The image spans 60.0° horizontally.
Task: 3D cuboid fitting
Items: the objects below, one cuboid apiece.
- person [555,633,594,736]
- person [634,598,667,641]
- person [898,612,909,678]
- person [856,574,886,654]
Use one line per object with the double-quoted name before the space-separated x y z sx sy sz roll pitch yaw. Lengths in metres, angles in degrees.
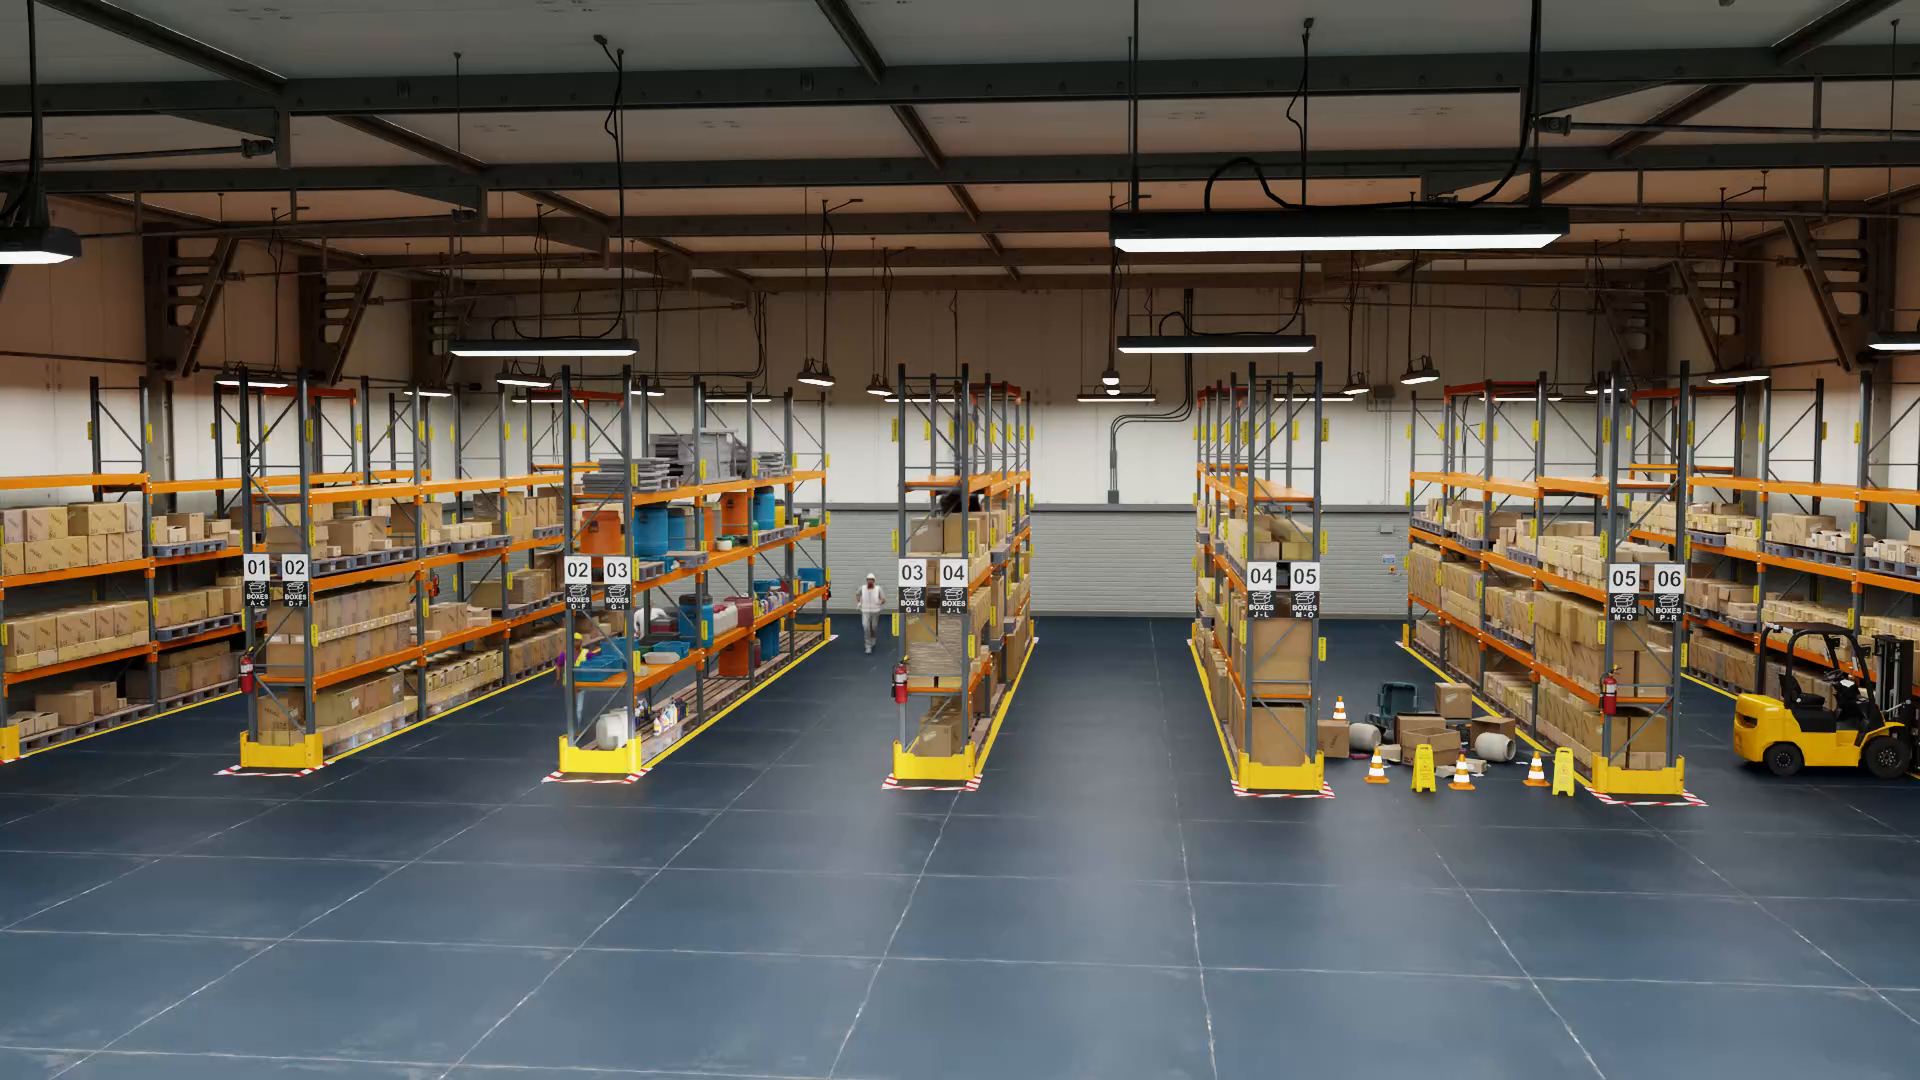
"person" -6.342 2.385 27.437 0.703 1.718 0.582 0 4 -2
"person" -6.159 2.008 32.942 0.733 1.774 1.073 0 4 3
"person" -1.045 1.982 34.373 0.547 1.654 0.877 0 4 2
"person" -2.050 1.663 38.071 0.671 1.790 0.985 0 4 -2
